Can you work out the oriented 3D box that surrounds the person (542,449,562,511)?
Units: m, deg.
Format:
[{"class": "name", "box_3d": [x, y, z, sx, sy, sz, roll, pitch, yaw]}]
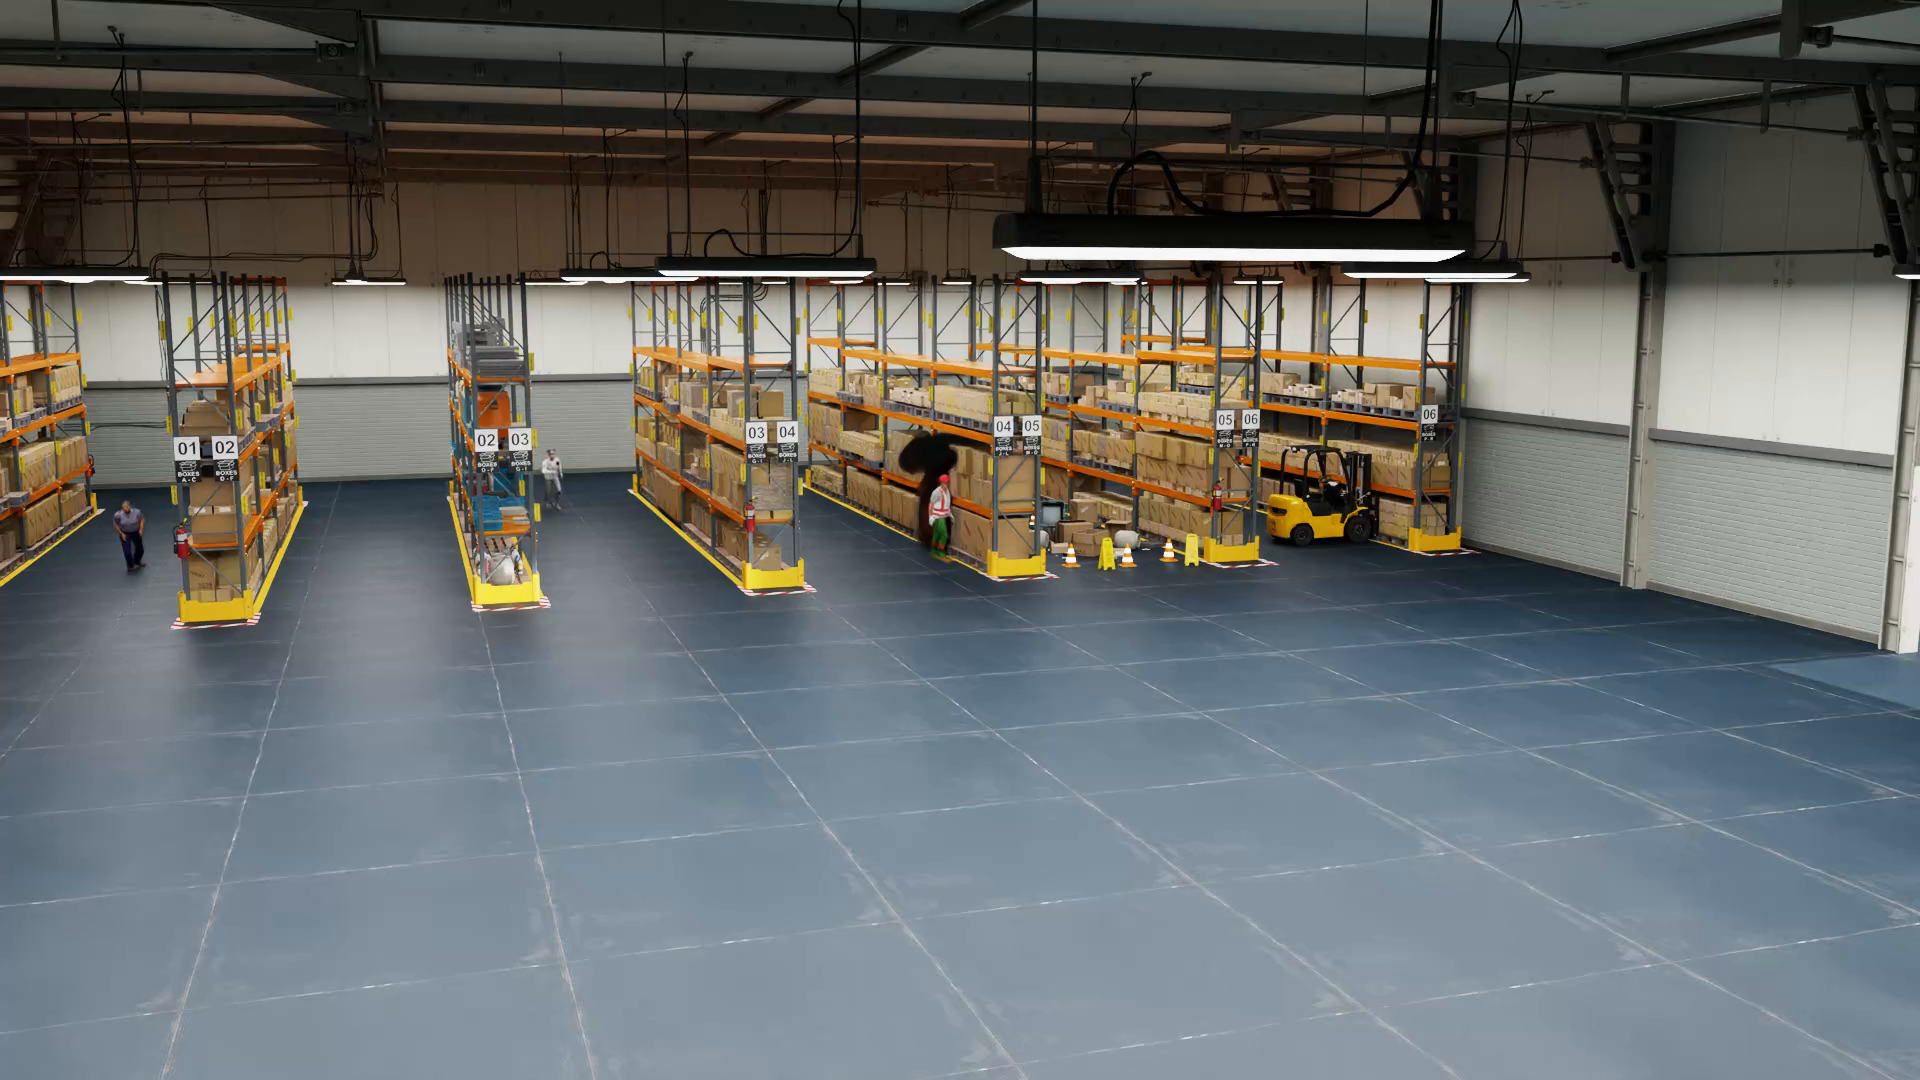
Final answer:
[{"class": "person", "box_3d": [-10.587, -1.571, 43.136, 0.613, 1.635, 0.923, -5, 10, -32]}]

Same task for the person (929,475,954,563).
[{"class": "person", "box_3d": [-0.404, -0.434, 33.248, 0.584, 1.788, 0.626, 4, 9, 23]}]

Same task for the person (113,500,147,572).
[{"class": "person", "box_3d": [-16.873, -0.102, 33.831, 0.637, 1.499, 0.802, -7, 11, -39]}]
